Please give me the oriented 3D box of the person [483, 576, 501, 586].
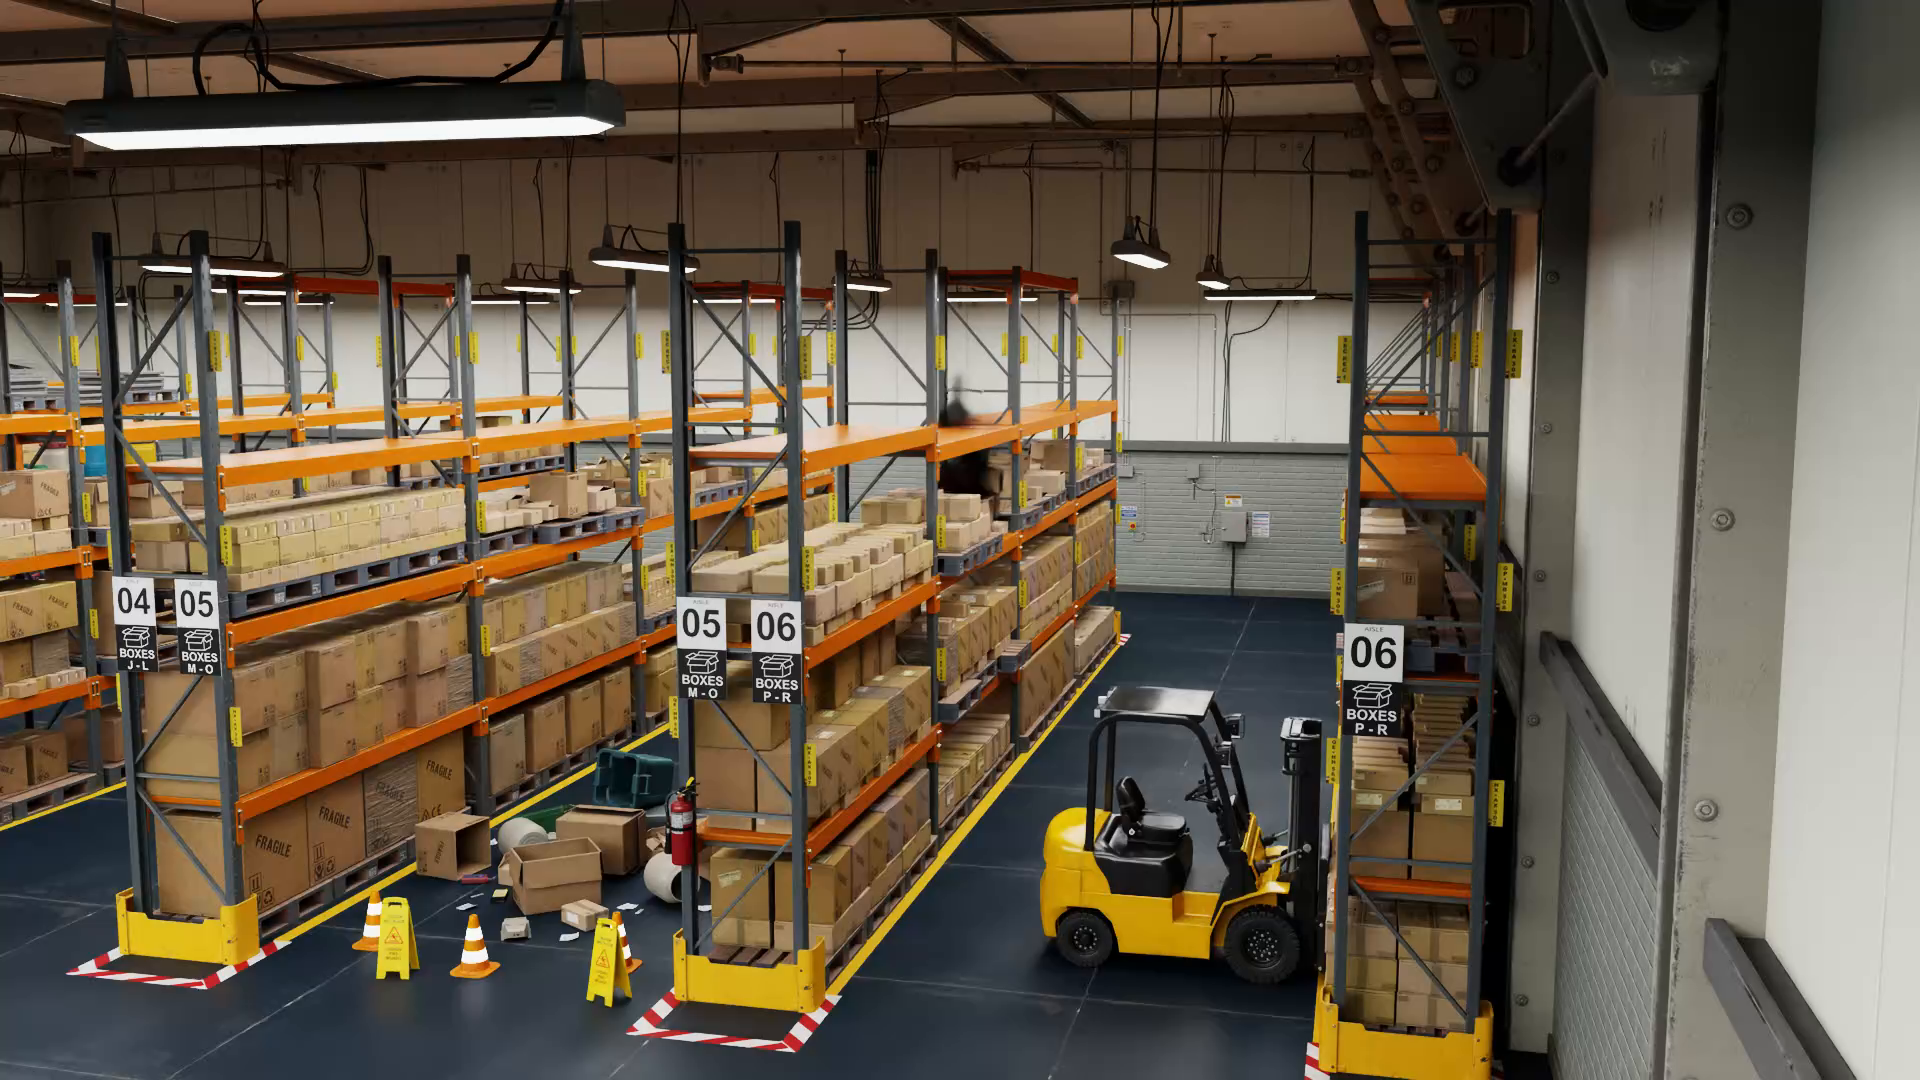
[{"bbox_3d":[-7.169,1.213,25.131,0.643,1.816,0.877,1,7,11],"label":"person"}]
